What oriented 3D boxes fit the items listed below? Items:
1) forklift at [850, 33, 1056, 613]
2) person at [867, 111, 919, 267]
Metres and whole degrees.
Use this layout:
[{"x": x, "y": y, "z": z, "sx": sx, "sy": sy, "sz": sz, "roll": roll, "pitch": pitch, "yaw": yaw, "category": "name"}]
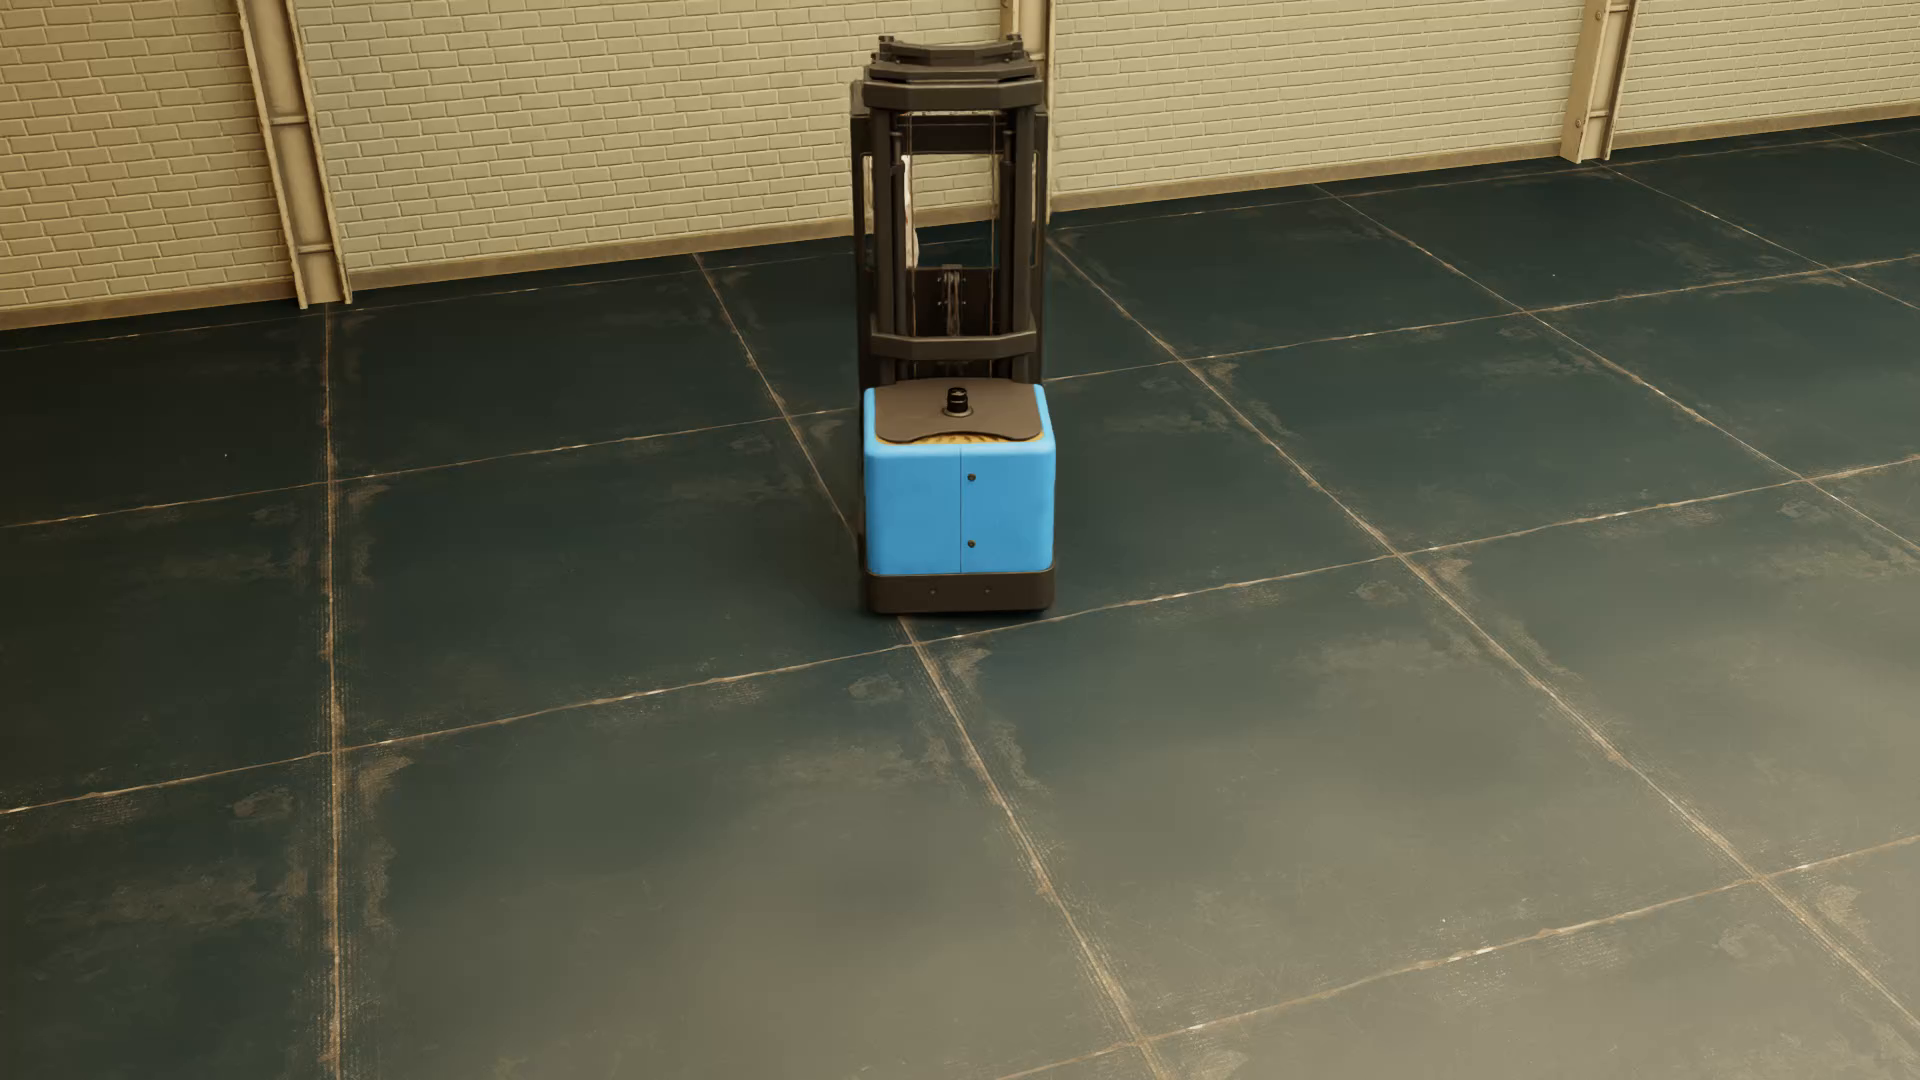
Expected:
[{"x": -0.072, "y": -1.567, "z": 9.811, "sx": 1.130, "sy": 2.935, "sz": 3.031, "roll": -1, "pitch": 30, "yaw": -3, "category": "forklift"}, {"x": -0.462, "y": -2.602, "z": 12.797, "sx": 0.519, "sy": 1.748, "sz": 0.794, "roll": -5, "pitch": 30, "yaw": -8, "category": "person"}]
